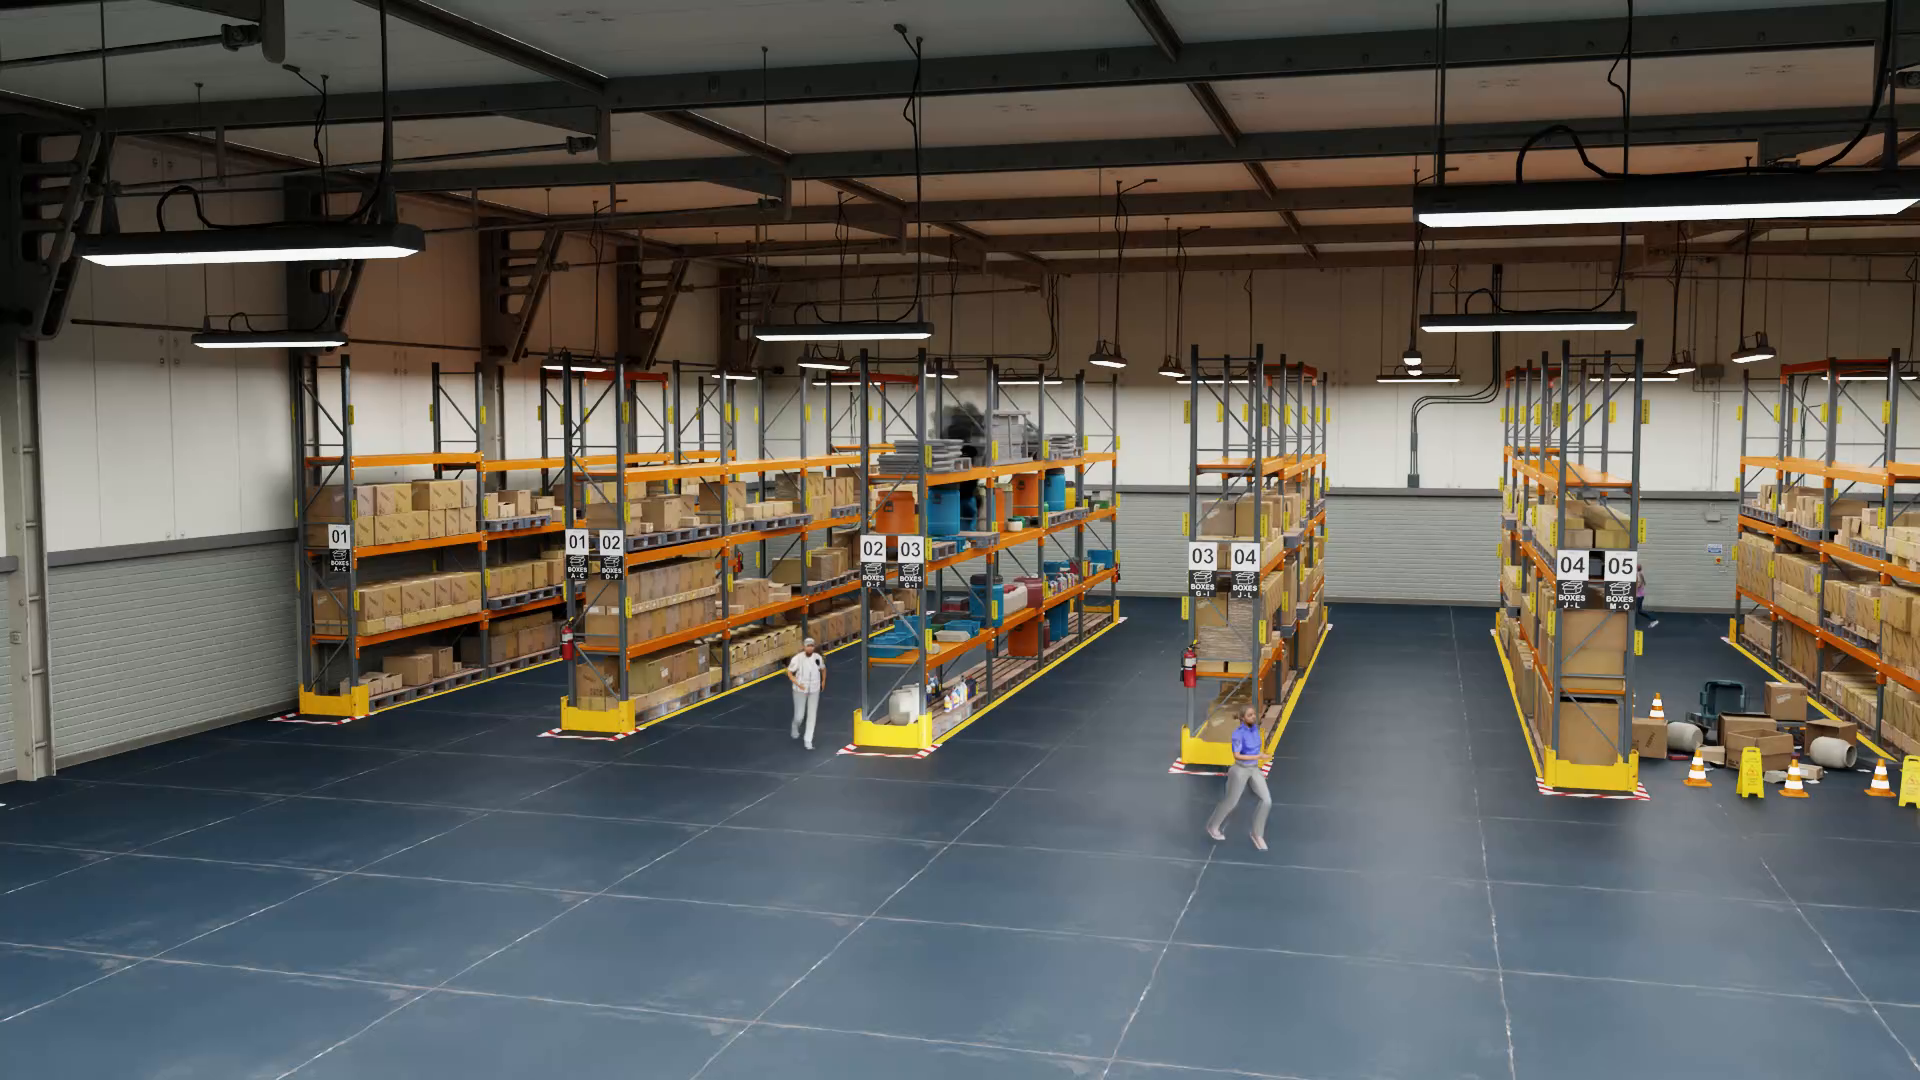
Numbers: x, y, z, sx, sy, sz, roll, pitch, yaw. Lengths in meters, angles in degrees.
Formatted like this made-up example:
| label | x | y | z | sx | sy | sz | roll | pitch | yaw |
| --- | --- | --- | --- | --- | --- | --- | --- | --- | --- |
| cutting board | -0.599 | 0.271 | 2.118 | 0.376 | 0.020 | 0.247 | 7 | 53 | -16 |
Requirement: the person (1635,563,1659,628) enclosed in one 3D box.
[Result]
| label | x | y | z | sx | sy | sz | roll | pitch | yaw |
| --- | --- | --- | --- | --- | --- | --- | --- | --- | --- |
| person | 15.727 | 1.332 | 38.368 | 0.759 | 1.619 | 0.532 | 2 | 5 | 22 |

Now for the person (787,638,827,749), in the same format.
| label | x | y | z | sx | sy | sz | roll | pitch | yaw |
| --- | --- | --- | --- | --- | --- | --- | --- | --- | --- |
| person | -2.323 | 2.306 | 25.278 | 0.632 | 1.672 | 0.724 | -1 | 4 | -17 |

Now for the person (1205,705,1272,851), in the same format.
| label | x | y | z | sx | sy | sz | roll | pitch | yaw |
| --- | --- | --- | --- | --- | --- | --- | --- | --- | --- |
| person | 3.288 | 2.740 | 19.279 | 0.584 | 1.697 | 0.885 | -3 | 5 | -38 |
